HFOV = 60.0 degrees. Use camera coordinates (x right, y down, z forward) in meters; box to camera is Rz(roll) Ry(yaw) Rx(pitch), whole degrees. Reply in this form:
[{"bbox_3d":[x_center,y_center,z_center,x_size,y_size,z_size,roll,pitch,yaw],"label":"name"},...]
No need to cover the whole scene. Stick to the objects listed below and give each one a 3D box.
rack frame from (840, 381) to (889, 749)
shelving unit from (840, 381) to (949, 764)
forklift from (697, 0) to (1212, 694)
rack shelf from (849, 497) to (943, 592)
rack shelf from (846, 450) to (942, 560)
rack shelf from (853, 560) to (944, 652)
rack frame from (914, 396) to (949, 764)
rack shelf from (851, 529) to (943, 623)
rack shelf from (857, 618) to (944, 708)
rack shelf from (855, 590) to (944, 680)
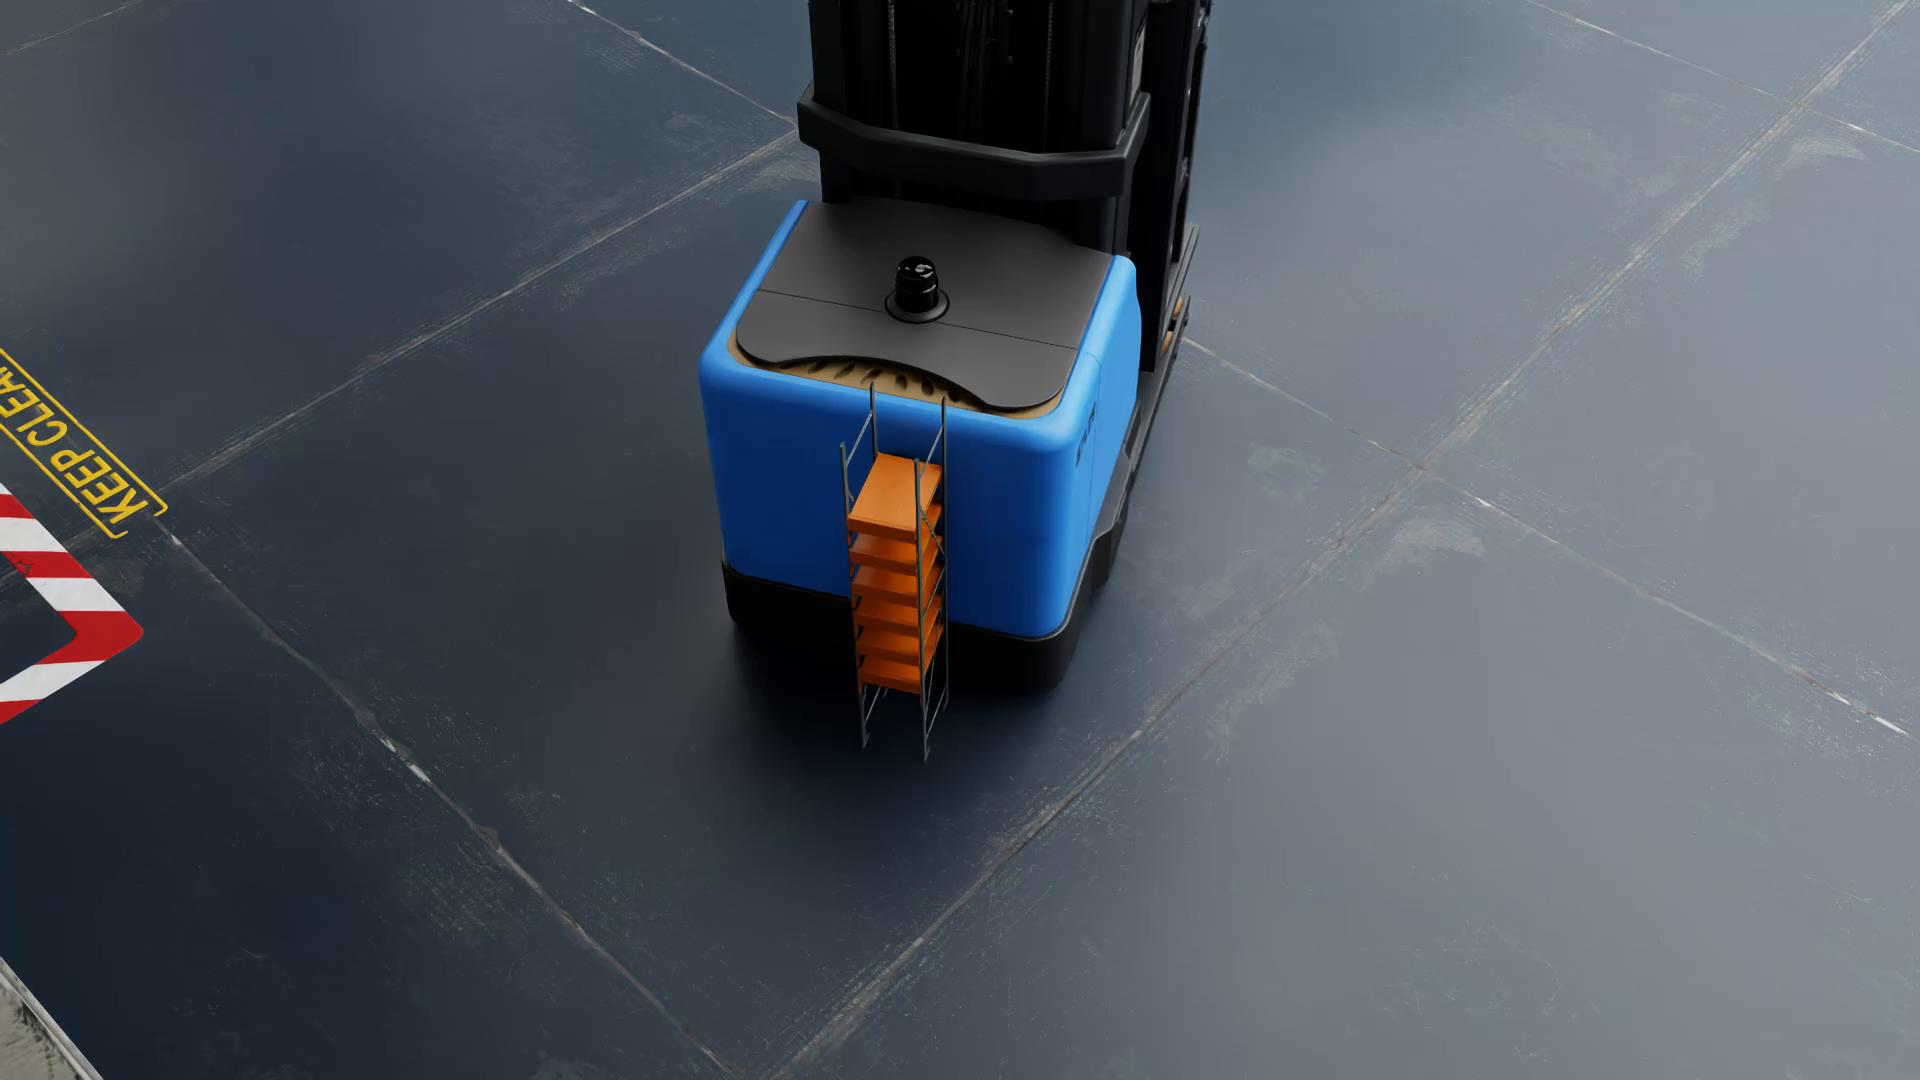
[{"bbox_3d":[-0.245,0.107,4.420,0.006,1.200,0.240,12,48,11],"label":"rack frame"},{"bbox_3d":[-0.158,0.125,4.402,0.189,1.200,0.258,12,48,11],"label":"shelving unit"},{"bbox_3d":[0.199,-1.654,4.886,1.130,2.935,3.031,12,48,11],"label":"forklift"},{"bbox_3d":[-0.158,-0.008,4.259,0.180,0.103,0.258,12,48,11],"label":"rack shelf"},{"bbox_3d":[-0.158,-0.090,4.171,0.180,0.103,0.258,12,48,11],"label":"rack shelf"},{"bbox_3d":[-0.158,0.156,4.435,0.180,0.103,0.258,12,48,11],"label":"rack shelf"},{"bbox_3d":[-0.070,0.144,4.385,0.006,1.200,0.240,12,48,11],"label":"rack frame"},{"bbox_3d":[-0.158,0.074,4.347,0.180,0.103,0.258,12,48,11],"label":"rack shelf"},{"bbox_3d":[-0.157,0.319,4.610,0.180,0.103,0.258,12,48,11],"label":"rack shelf"},{"bbox_3d":[-0.158,0.238,4.522,0.180,0.103,0.258,12,48,11],"label":"rack shelf"}]
